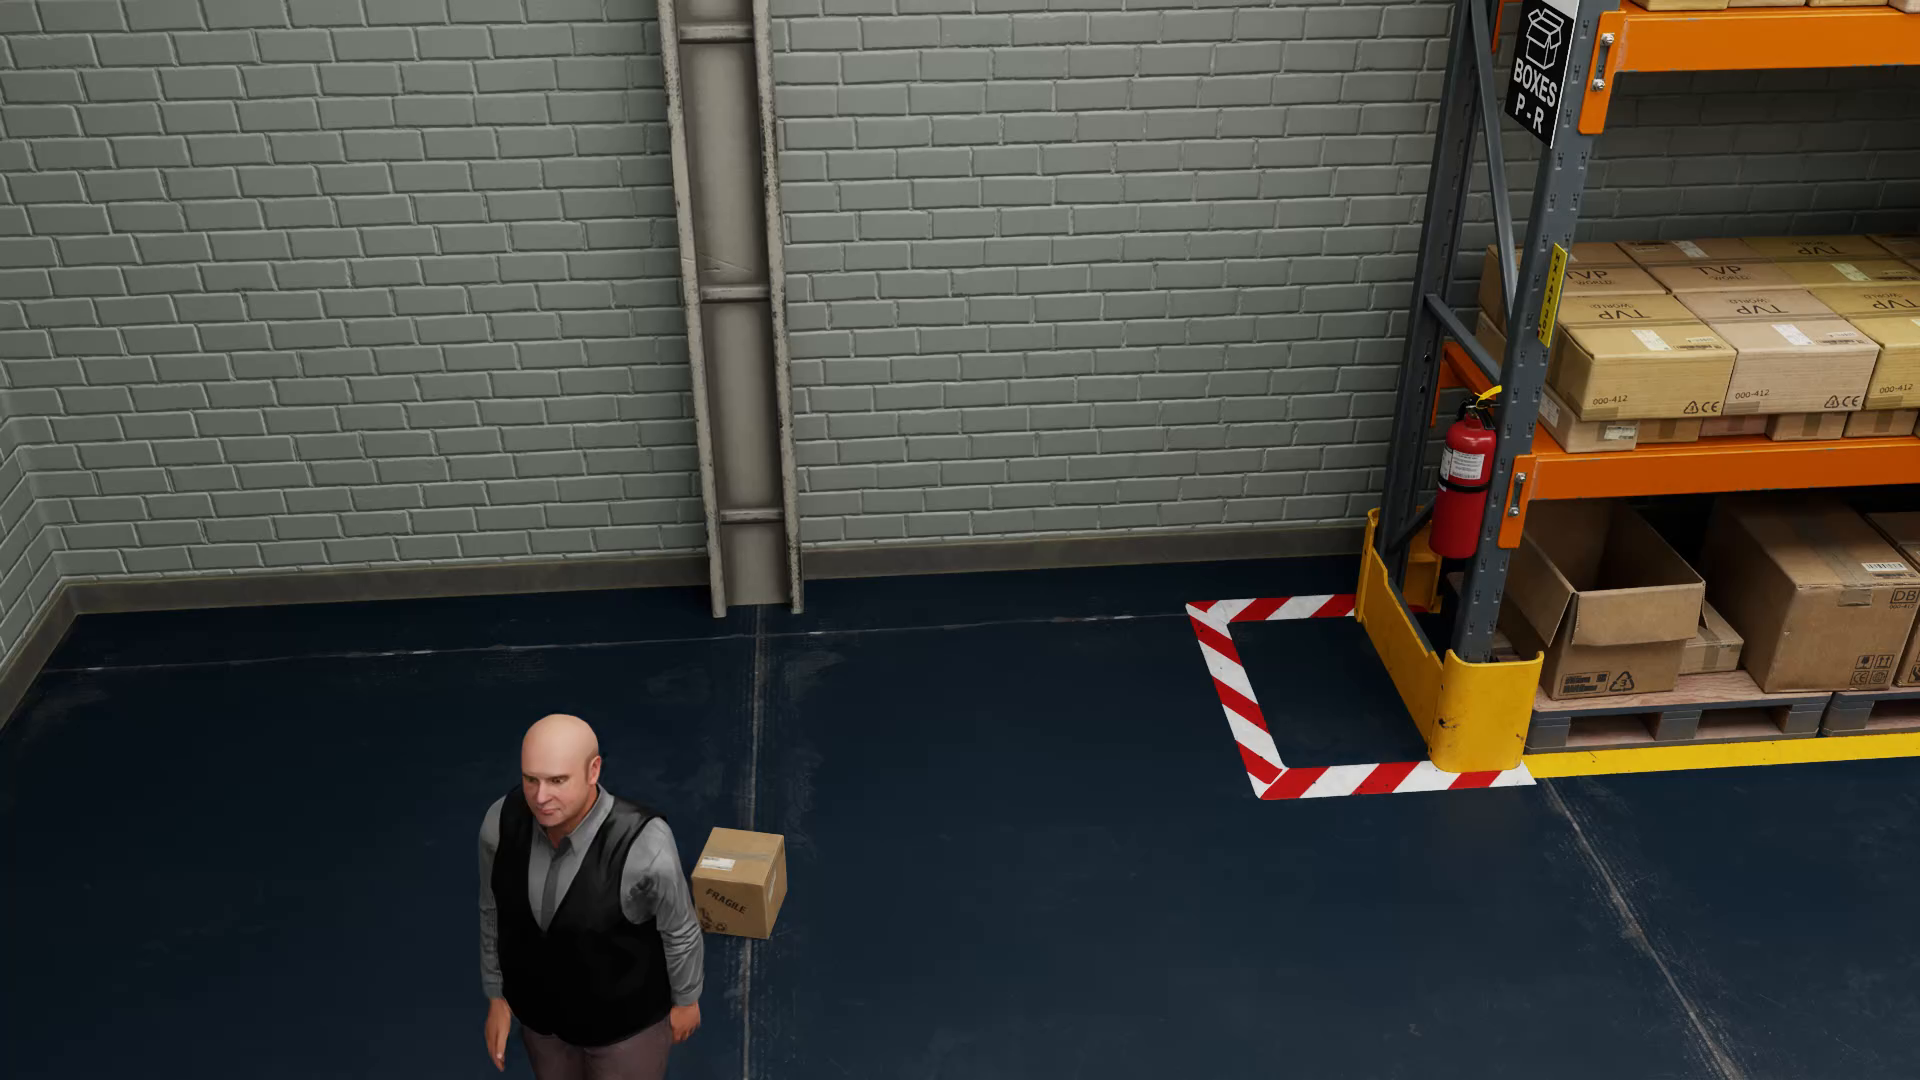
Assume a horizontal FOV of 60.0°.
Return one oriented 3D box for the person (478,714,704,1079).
[{"bbox_3d":[-0.921,1.185,4.147,0.546,1.733,0.452,10,32,16],"label":"person"}]
